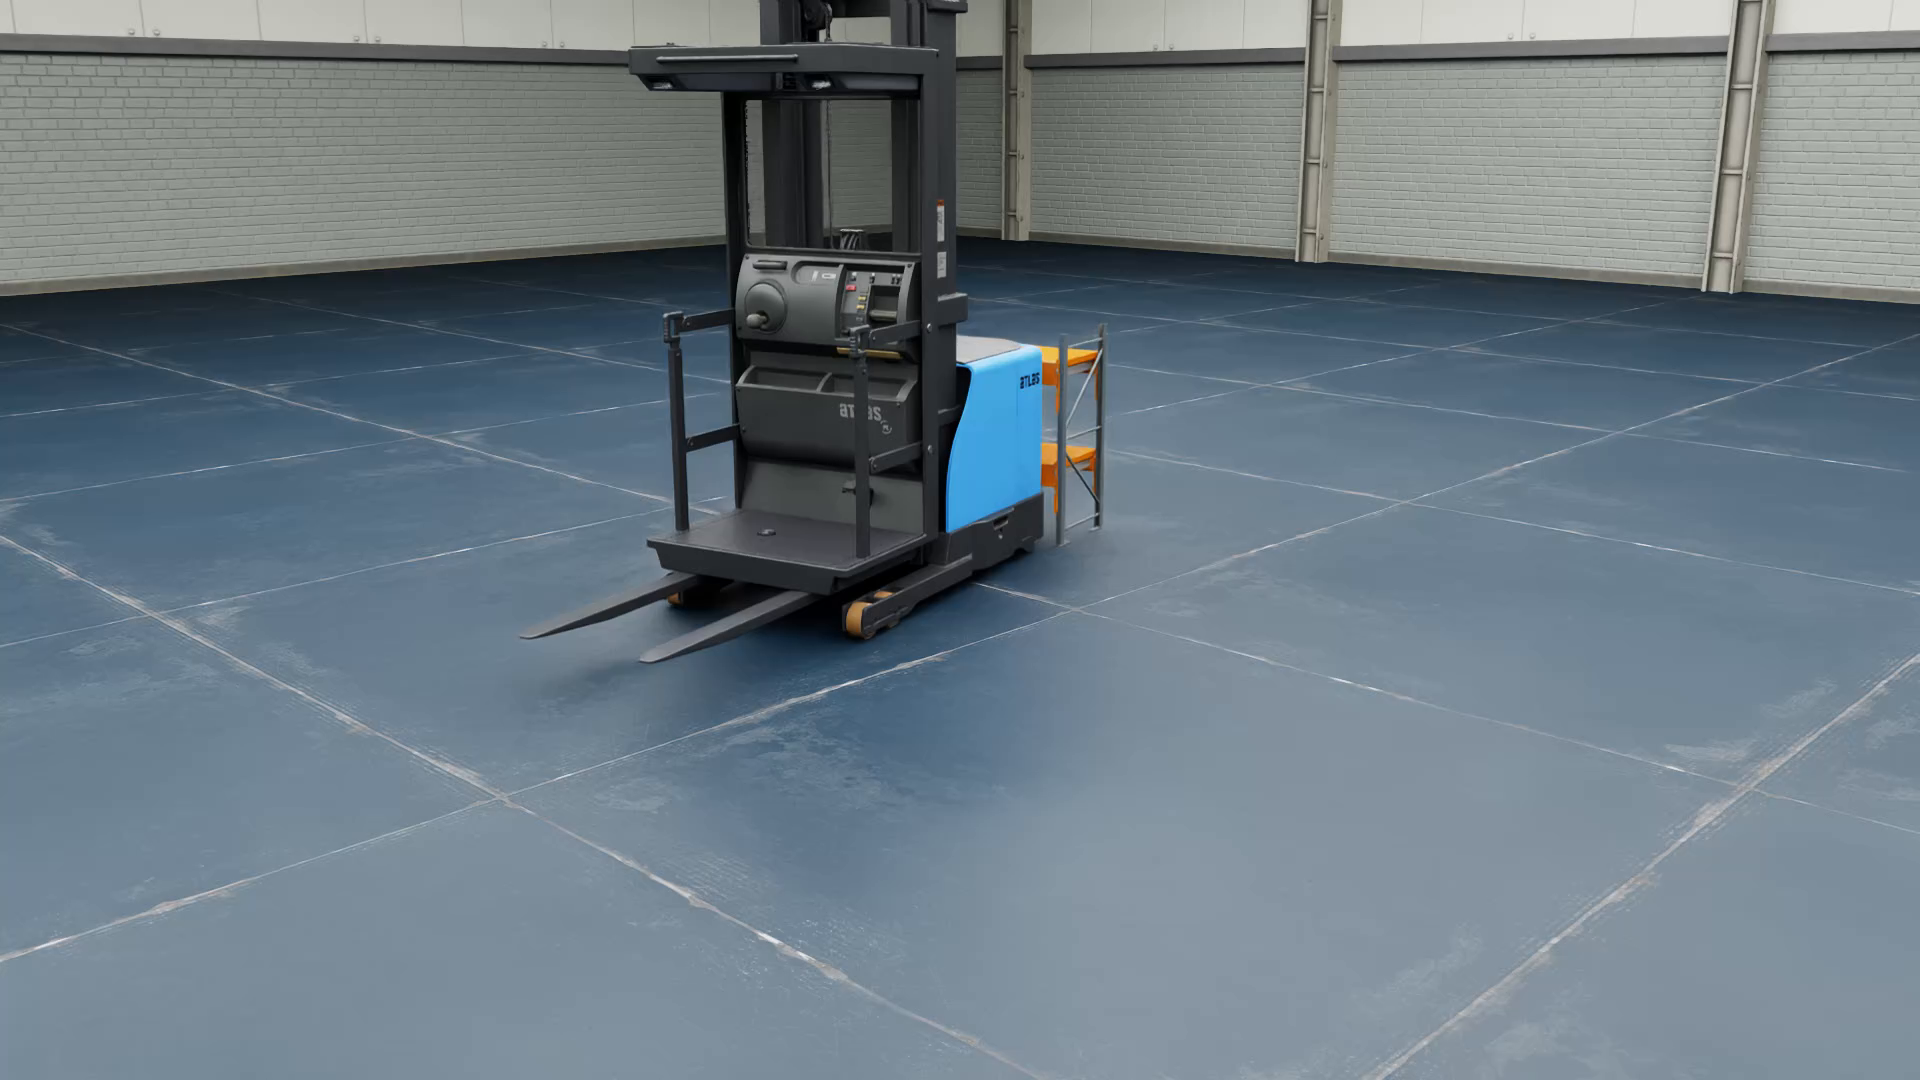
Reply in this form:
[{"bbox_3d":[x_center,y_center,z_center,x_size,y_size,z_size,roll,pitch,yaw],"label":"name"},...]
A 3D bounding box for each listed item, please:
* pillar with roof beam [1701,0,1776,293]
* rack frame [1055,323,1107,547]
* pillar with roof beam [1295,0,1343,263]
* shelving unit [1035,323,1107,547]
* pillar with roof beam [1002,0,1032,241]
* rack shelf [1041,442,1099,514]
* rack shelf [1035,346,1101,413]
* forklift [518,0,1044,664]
[{"bbox_3d":[6.621,-6.713,16.849,0.400,9.000,9.100,14,20,42],"label":"pillar with roof beam"},{"bbox_3d":[0.649,-0.564,8.864,0.032,1.125,0.500,9,17,30],"label":"rack frame"},{"bbox_3d":[2.302,-7.763,20.879,0.400,9.000,9.100,14,20,42],"label":"pillar with roof beam"},{"bbox_3d":[0.214,-0.630,9.119,1.048,1.125,0.538,9,17,30],"label":"shelving unit"},{"bbox_3d":[-2.018,-8.813,24.909,0.400,9.000,9.100,14,20,42],"label":"pillar with roof beam"},{"bbox_3d":[0.214,-0.393,9.180,1.000,0.278,0.538,9,17,30],"label":"rack shelf"},{"bbox_3d":[0.214,-0.913,9.045,1.000,0.278,0.538,9,17,30],"label":"rack shelf"},{"bbox_3d":[-0.722,-1.114,7.395,1.130,2.935,3.031,8,17,28],"label":"forklift"}]
